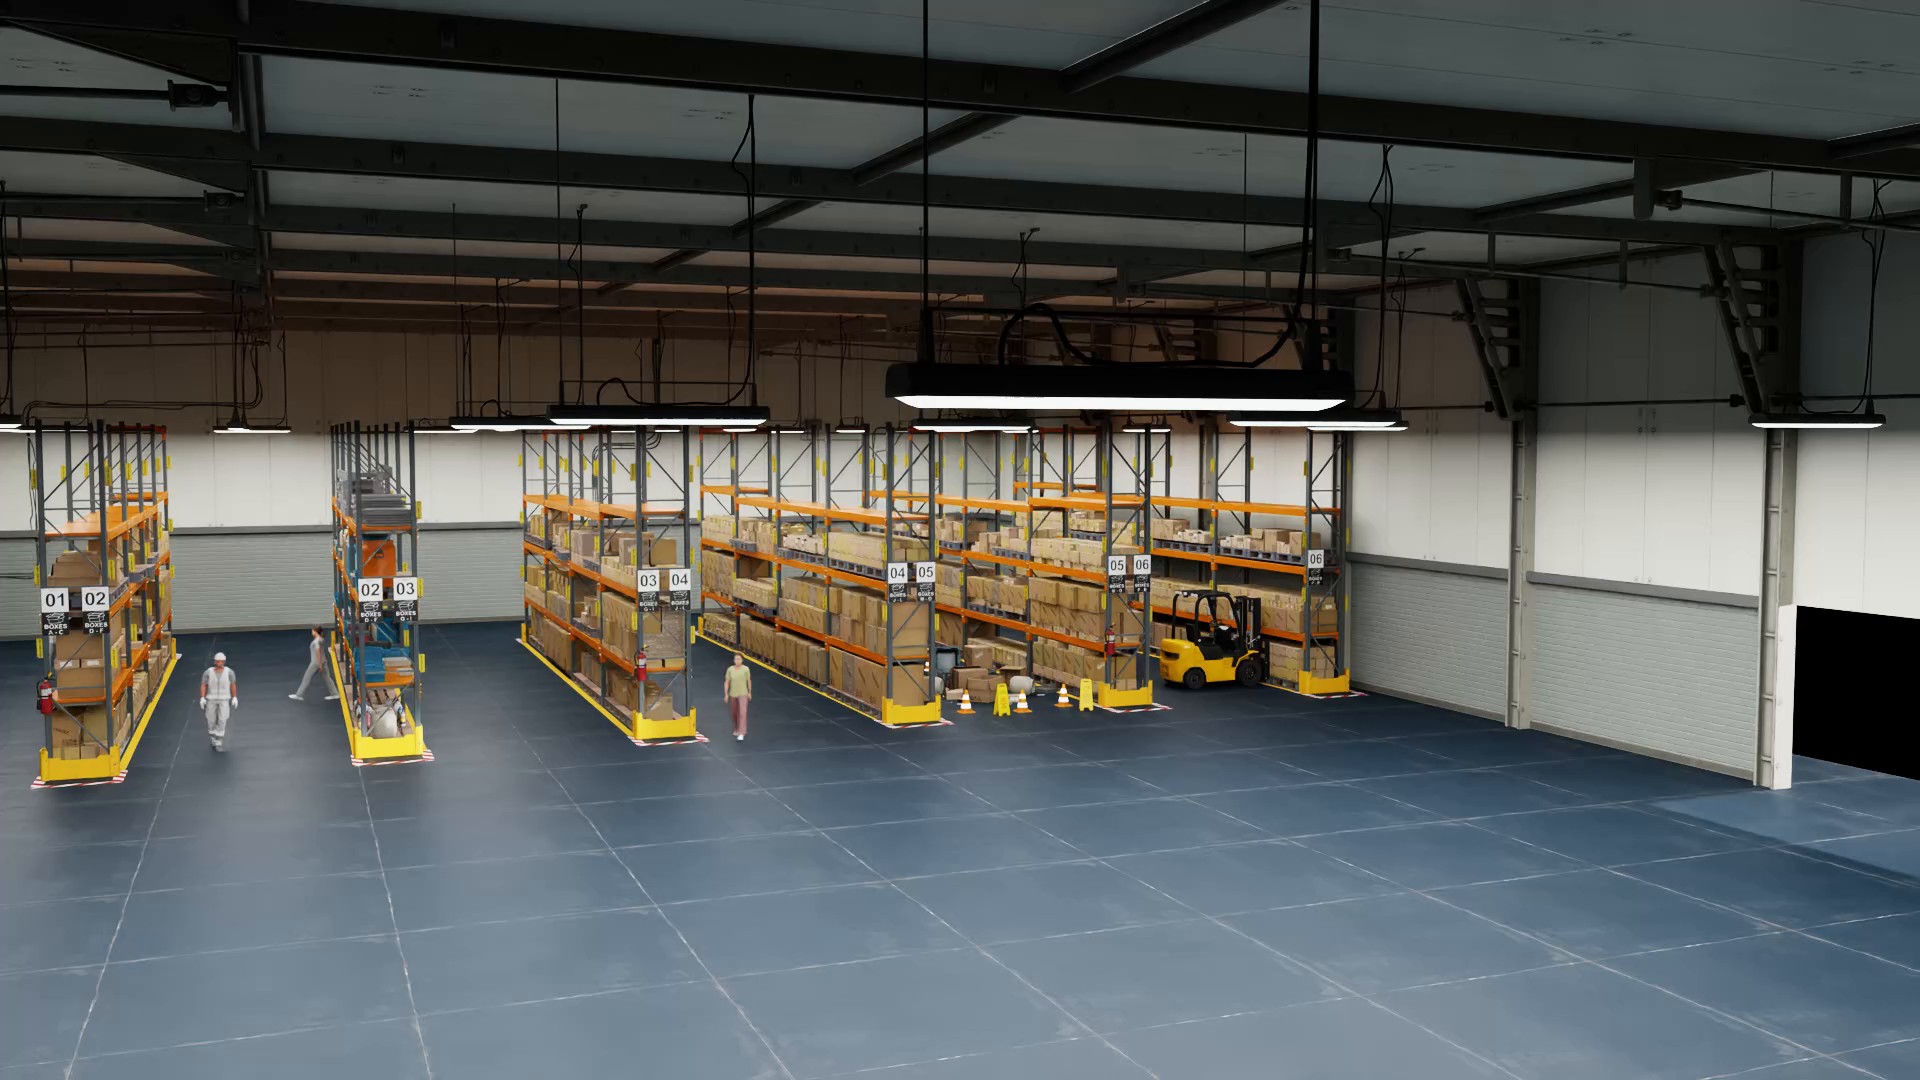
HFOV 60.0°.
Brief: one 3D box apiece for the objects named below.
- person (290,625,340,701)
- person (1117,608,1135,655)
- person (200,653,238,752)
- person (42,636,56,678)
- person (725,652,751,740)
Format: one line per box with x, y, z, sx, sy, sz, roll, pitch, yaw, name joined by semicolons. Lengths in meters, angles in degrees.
-13.942;2.654;35.951;0.974;1.621;0.513;0;4;4;person
4.012;2.446;39.831;0.500;1.695;0.606;-2;4;-27;person
-13.557;2.963;30.426;0.638;1.815;0.659;-2;4;-25;person
-21.474;2.429;39.438;0.509;1.605;0.996;-1;4;-20;person
-4.210;2.931;31.377;0.473;1.628;0.931;0;4;5;person
